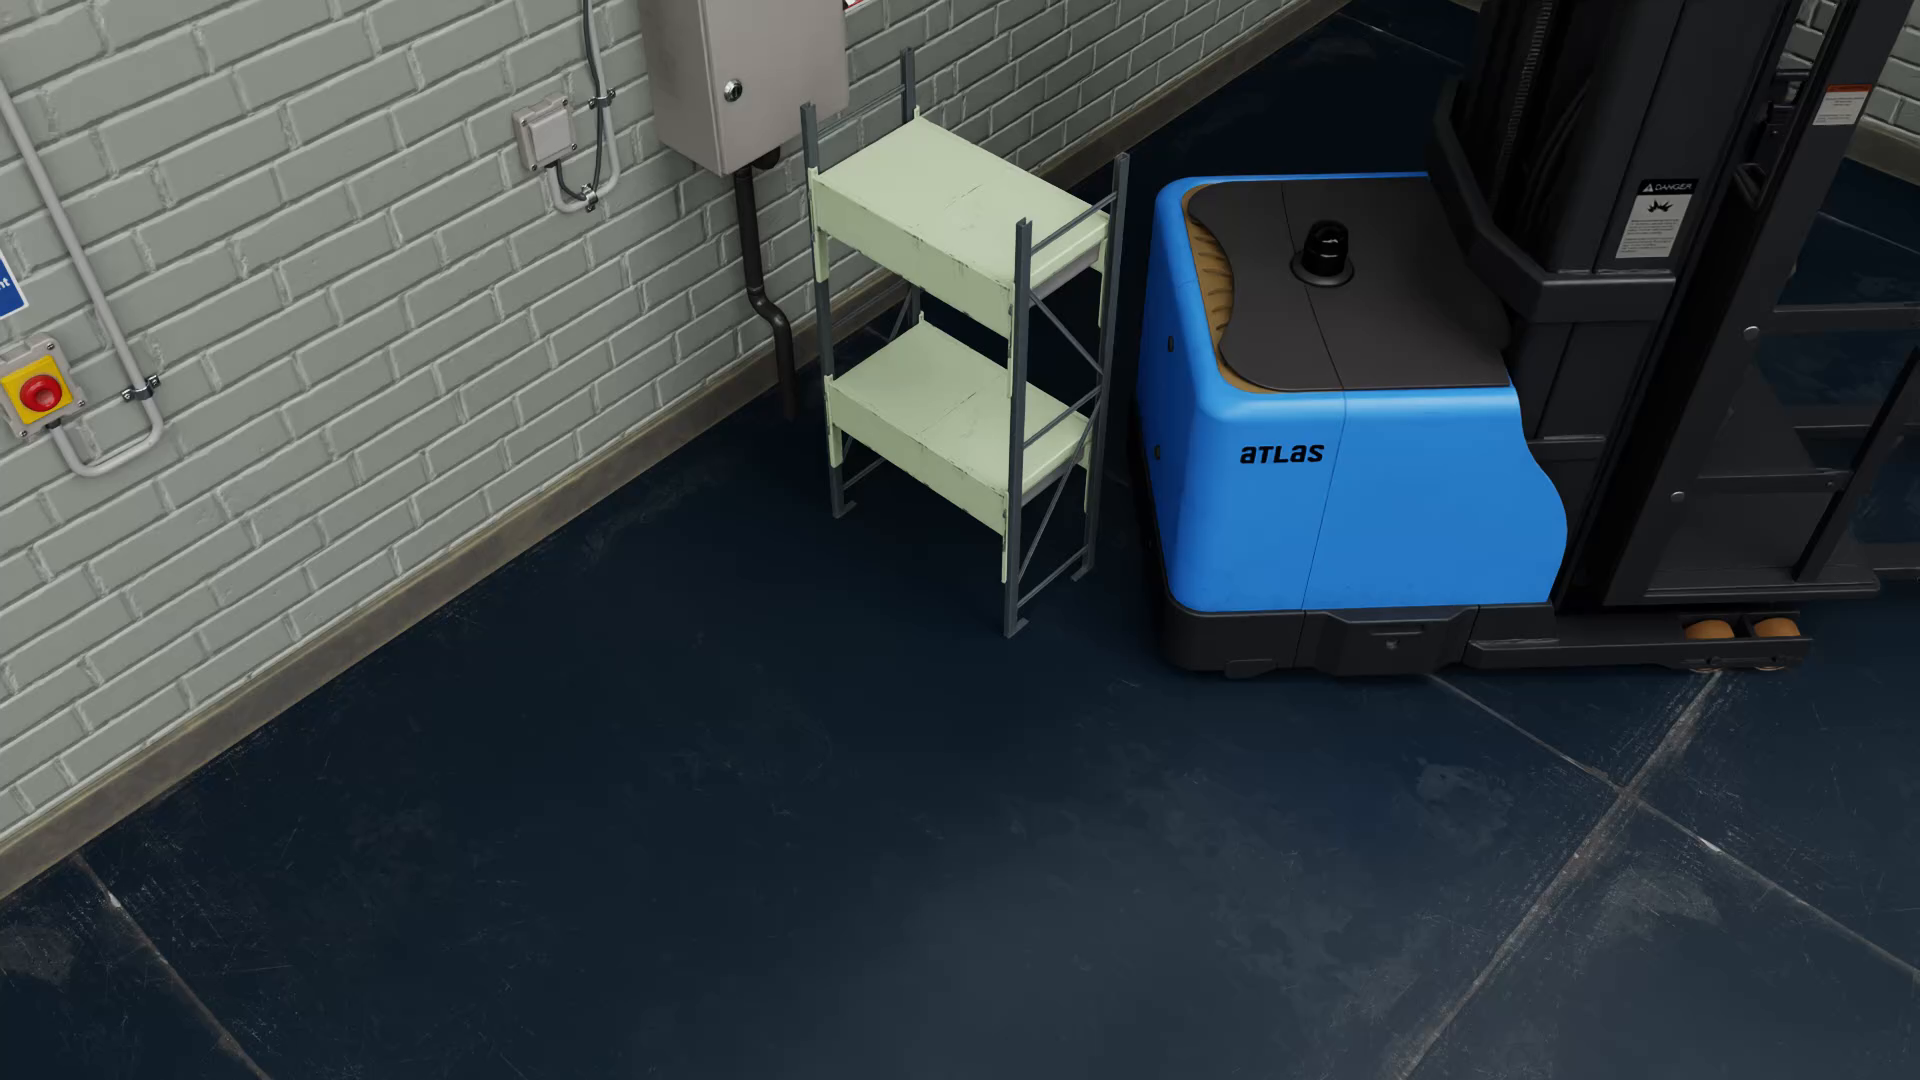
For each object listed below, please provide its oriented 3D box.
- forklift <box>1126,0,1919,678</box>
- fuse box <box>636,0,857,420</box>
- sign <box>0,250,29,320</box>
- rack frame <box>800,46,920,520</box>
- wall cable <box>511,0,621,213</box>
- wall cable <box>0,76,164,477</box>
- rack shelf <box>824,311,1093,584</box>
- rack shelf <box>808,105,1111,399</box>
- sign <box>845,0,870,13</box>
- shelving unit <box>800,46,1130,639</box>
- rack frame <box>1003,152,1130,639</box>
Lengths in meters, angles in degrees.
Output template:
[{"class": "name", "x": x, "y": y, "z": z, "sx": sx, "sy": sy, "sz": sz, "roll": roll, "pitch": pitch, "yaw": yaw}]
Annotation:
[{"class": "forklift", "x": 2.075, "y": -1.001, "z": 4.179, "sx": 3.031, "sy": 2.935, "sz": 1.130, "roll": -2, "pitch": 47, "yaw": -2}, {"class": "fuse box", "x": -0.536, "y": -1.014, "z": 5.029, "sx": 0.414, "sy": 1.711, "sz": 0.539, "roll": 34, "pitch": 55, "yaw": 28}, {"class": "sign", "x": -2.146, "y": -0.499, "z": 3.476, "sx": 0.001, "sy": 0.218, "sz": 0.327, "roll": 34, "pitch": 55, "yaw": 28}, {"class": "rack frame", "x": -0.264, "y": -0.691, "z": 4.870, "sx": 0.023, "sy": 1.500, "sz": 0.400, "roll": 34, "pitch": 55, "yaw": 28}, {"class": "wall cable", "x": -1.115, "y": -1.515, "z": 3.918, "sx": 0.122, "sy": 1.984, "sz": 0.588, "roll": 34, "pitch": 55, "yaw": 28}, {"class": "wall cable", "x": -2.068, "y": -0.761, "z": 3.188, "sx": 0.123, "sy": 1.953, "sz": 0.585, "roll": 34, "pitch": 55, "yaw": 28}, {"class": "rack shelf", "x": 0.005, "y": -0.287, "z": 4.938, "sx": 0.720, "sy": 0.370, "sz": 0.431, "roll": 34, "pitch": 55, "yaw": 28}, {"class": "rack shelf", "x": 0.005, "y": -0.777, "z": 4.416, "sx": 0.720, "sy": 0.370, "sz": 0.431, "roll": 34, "pitch": 55, "yaw": 28}, {"class": "sign", "x": -0.354, "y": -1.790, "z": 4.938, "sx": 0.001, "sy": 0.494, "sz": 0.329, "roll": 34, "pitch": 55, "yaw": 28}, {"class": "shelving unit", "x": 0.005, "y": -0.510, "z": 4.700, "sx": 0.755, "sy": 1.500, "sz": 0.431, "roll": 34, "pitch": 55, "yaw": 28}, {"class": "rack frame", "x": 0.274, "y": -0.329, "z": 4.530, "sx": 0.023, "sy": 1.500, "sz": 0.400, "roll": 34, "pitch": 55, "yaw": 28}]
